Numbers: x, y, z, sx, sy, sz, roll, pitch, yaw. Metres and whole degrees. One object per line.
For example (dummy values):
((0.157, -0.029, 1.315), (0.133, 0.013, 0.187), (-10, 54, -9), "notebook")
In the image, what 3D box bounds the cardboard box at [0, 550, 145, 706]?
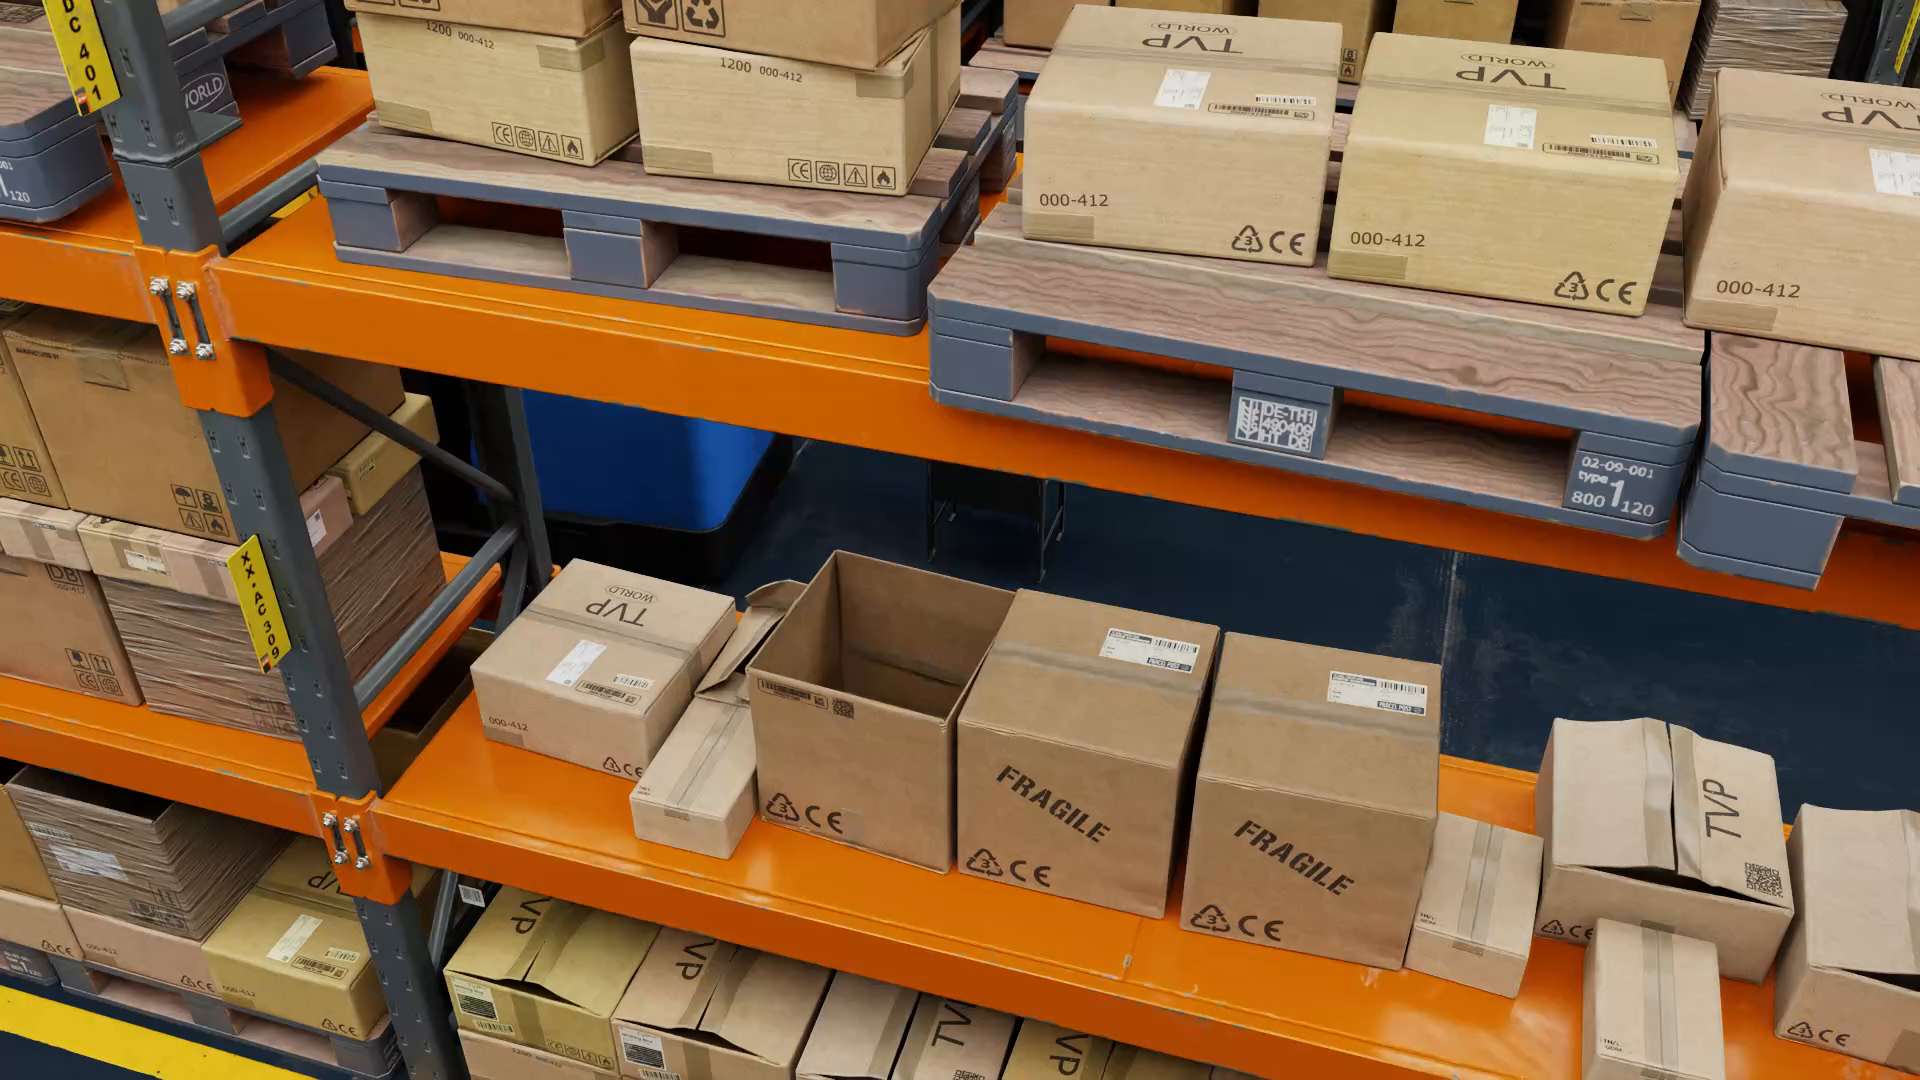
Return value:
((-2.335, 0.008, 4.624), (0.500, 0.500, 0.700), (10, 38, 13), "cardboard box")

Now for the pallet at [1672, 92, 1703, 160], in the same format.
((3.176, -1.872, 7.425), (1.003, 0.211, 1.213), (10, 38, 14), "pallet")

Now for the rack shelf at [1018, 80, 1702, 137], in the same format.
((1.979, -1.947, 7.972), (4.000, 0.370, 1.077), (10, 38, 14), "rack shelf")

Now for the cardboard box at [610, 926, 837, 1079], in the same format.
((-0.607, 1.231, 4.540), (0.500, 0.311, 0.500), (10, 38, 13), "cardboard box")

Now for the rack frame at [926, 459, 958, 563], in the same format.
((-0.075, -0.860, 6.646), (0.015, 2.100, 0.400), (10, 38, 14), "rack frame")

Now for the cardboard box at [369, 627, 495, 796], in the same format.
((-1.753, 0.590, 5.251), (0.500, 0.500, 0.500), (10, 38, 14), "cardboard box")

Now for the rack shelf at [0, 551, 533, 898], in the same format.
((-3.313, 0.149, 5.124), (4.000, 0.370, 1.077), (10, 38, 14), "rack shelf")

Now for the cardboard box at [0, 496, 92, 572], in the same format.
((-2.213, -0.105, 4.231), (0.250, 0.149, 0.380), (9, 37, 13), "cardboard box")

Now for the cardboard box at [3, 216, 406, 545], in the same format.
((-1.829, -0.425, 4.118), (0.500, 0.500, 0.700), (11, 38, 14), "cardboard box")

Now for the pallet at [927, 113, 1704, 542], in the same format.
((0.672, -0.477, 2.997), (1.213, 0.211, 1.003), (12, 38, 16), "pallet")

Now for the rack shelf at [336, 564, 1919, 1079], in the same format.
((0.505, 0.856, 4.163), (4.000, 0.370, 1.077), (10, 38, 14), "rack shelf")

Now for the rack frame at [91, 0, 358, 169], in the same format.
((-1.404, -2.203, 2.652), (0.127, 3.000, 1.000), (10, 38, 14), "rack frame")

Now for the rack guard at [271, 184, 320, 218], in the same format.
((-3.676, -2.277, 9.923), (0.348, 0.500, 1.175), (10, 38, 14), "rack guard")

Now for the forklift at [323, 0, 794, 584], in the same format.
((-2.338, -1.452, 6.750), (3.031, 2.935, 1.130), (8, 37, 10), "forklift")

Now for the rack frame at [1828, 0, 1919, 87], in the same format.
((3.888, -1.884, 7.279), (0.127, 3.000, 1.000), (10, 38, 14), "rack frame")

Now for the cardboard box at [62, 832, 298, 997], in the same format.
((-2.386, 1.099, 5.192), (0.500, 0.250, 0.500), (10, 38, 14), "cardboard box")

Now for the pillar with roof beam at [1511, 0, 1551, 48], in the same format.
((1.621, -2.583, 3.168), (0.400, 9.000, 9.100), (10, 38, 14), "pillar with roof beam")

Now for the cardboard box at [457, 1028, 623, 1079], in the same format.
((-1.093, 1.363, 4.834), (0.500, 0.250, 0.500), (10, 37, 13), "cardboard box")

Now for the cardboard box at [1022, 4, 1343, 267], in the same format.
((0.403, -0.731, 2.955), (0.500, 0.250, 0.500), (7, 37, 10), "cardboard box")

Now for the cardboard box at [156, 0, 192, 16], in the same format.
((-1.806, -1.499, 3.669), (0.500, 0.500, 0.500), (14, 38, 18), "cardboard box")

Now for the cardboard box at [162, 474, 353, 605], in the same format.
((-1.727, -0.015, 4.109), (0.250, 0.149, 0.380), (10, 38, 14), "cardboard box")

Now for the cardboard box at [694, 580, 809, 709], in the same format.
((-0.510, 0.319, 4.400), (0.258, 0.266, 0.396), (10, 37, 13), "cardboard box")

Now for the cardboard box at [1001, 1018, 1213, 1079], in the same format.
((0.384, 1.410, 4.296), (0.500, 0.311, 0.500), (12, 38, 15), "cardboard box")

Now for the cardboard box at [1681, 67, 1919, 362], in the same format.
((1.459, -0.528, 2.678), (0.500, 0.250, 0.500), (11, 38, 15), "cardboard box")

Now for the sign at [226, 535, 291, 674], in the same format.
((-1.568, 0.147, 3.723), (0.005, 0.325, 0.100), (10, 38, 14), "sign")

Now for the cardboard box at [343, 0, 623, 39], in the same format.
((-0.827, -1.275, 3.060), (0.500, 0.500, 0.500), (11, 38, 14), "cardboard box")

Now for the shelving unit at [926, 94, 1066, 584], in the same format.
((0.158, -0.816, 6.588), (0.503, 2.100, 0.431), (10, 38, 14), "shelving unit")

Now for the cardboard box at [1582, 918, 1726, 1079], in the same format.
((1.473, 1.018, 3.548), (0.250, 0.149, 0.380), (10, 38, 14), "cardboard box")

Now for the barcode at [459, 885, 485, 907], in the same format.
((-1.284, 0.936, 4.375), (0.075, 0.075, 0.001), (10, 38, 14), "barcode")

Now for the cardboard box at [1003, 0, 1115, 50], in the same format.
((0.545, -2.699, 7.931), (0.500, 0.500, 0.700), (11, 38, 14), "cardboard box")

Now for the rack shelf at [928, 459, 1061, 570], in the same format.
((0.158, -0.242, 7.011), (0.480, 0.518, 0.431), (10, 38, 14), "rack shelf")

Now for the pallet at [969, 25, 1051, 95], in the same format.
((0.756, -2.296, 8.001), (1.213, 0.211, 1.003), (10, 38, 14), "pallet")

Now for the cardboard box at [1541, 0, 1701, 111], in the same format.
((2.895, -2.262, 7.337), (0.500, 0.500, 0.700), (7, 37, 10), "cardboard box")

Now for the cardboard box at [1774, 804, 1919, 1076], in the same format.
((2.080, 0.867, 3.617), (0.500, 0.311, 0.500), (13, 38, 17), "cardboard box")

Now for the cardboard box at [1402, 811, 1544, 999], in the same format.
((1.180, 0.828, 3.807), (0.250, 0.149, 0.380), (13, 38, 17), "cardboard box")

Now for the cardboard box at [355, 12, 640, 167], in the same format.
((-0.818, -0.990, 3.306), (0.500, 0.250, 0.500), (14, 39, 19), "cardboard box")

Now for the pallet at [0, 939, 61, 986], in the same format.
((-3.319, 0.957, 5.771), (1.213, 0.211, 1.003), (10, 38, 14), "pallet")

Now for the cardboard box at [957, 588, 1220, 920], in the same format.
((0.305, 0.499, 3.957), (0.500, 0.500, 0.500), (11, 38, 14), "cardboard box")

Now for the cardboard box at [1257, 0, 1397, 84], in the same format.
((1.715, -2.497, 7.657), (0.500, 0.500, 0.700), (16, 39, 20), "cardboard box")

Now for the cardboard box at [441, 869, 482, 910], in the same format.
((-1.756, 0.898, 5.465), (0.500, 0.250, 0.500), (10, 38, 14), "cardboard box")

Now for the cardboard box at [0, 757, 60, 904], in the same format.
((-2.864, 0.710, 5.088), (0.500, 0.500, 0.500), (10, 38, 14), "cardboard box")
